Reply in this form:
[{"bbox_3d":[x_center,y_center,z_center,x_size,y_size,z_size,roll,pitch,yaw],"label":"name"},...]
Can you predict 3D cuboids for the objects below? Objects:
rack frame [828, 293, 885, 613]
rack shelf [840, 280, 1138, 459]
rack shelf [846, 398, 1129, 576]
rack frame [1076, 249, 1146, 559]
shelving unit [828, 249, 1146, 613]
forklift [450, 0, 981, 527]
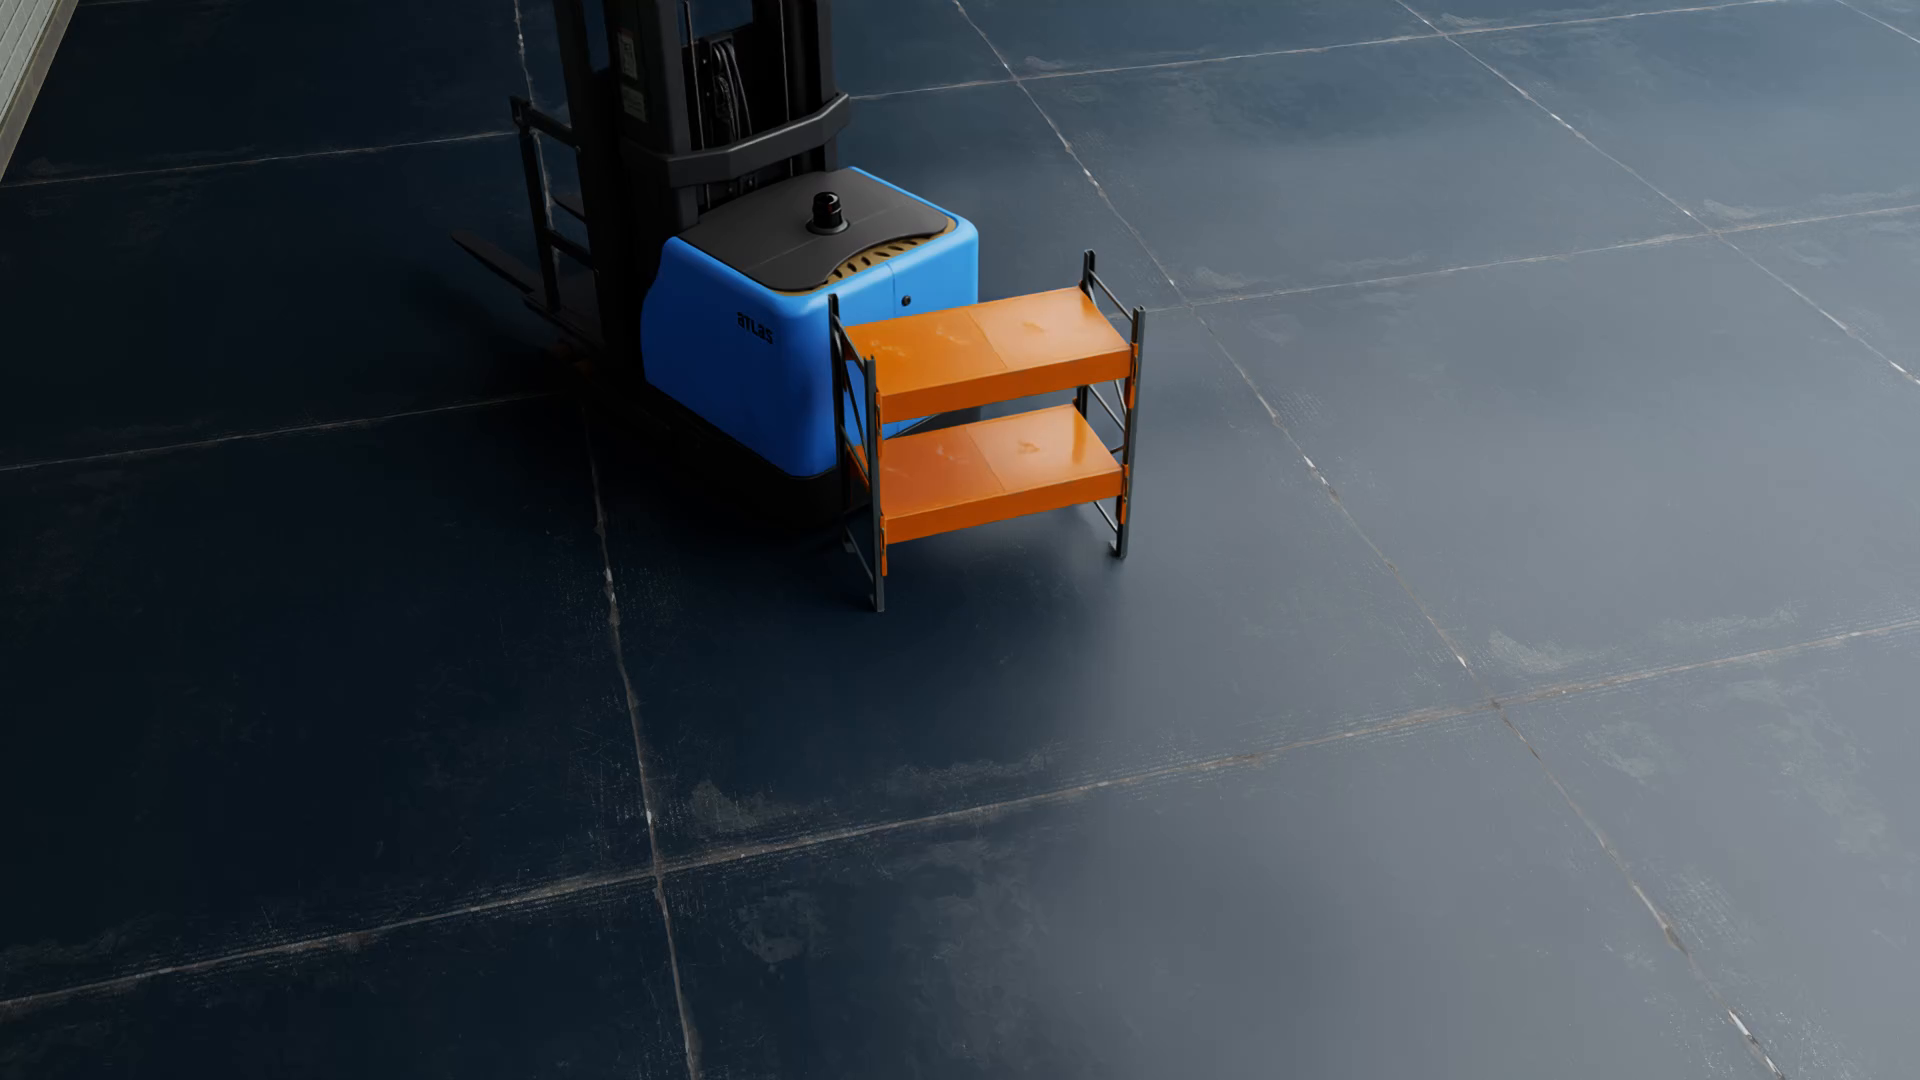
[{"bbox_3d":[-0.387,-0.312,6.232,0.032,1.125,0.500,-12,39,-15],"label":"rack frame"},{"bbox_3d":[0.092,-0.648,6.189,1.000,0.278,0.538,-12,39,-15],"label":"rack shelf"},{"bbox_3d":[0.092,-0.221,6.516,1.000,0.278,0.538,-12,39,-15],"label":"rack shelf"},{"bbox_3d":[0.571,-0.518,6.502,0.032,1.125,0.500,-12,39,-15],"label":"rack frame"},{"bbox_3d":[0.092,-0.415,6.367,1.048,1.125,0.538,-12,39,-15],"label":"shelving unit"},{"bbox_3d":[-1.293,-2.015,6.972,1.130,2.935,3.031,-30,47,-33],"label":"forklift"}]
